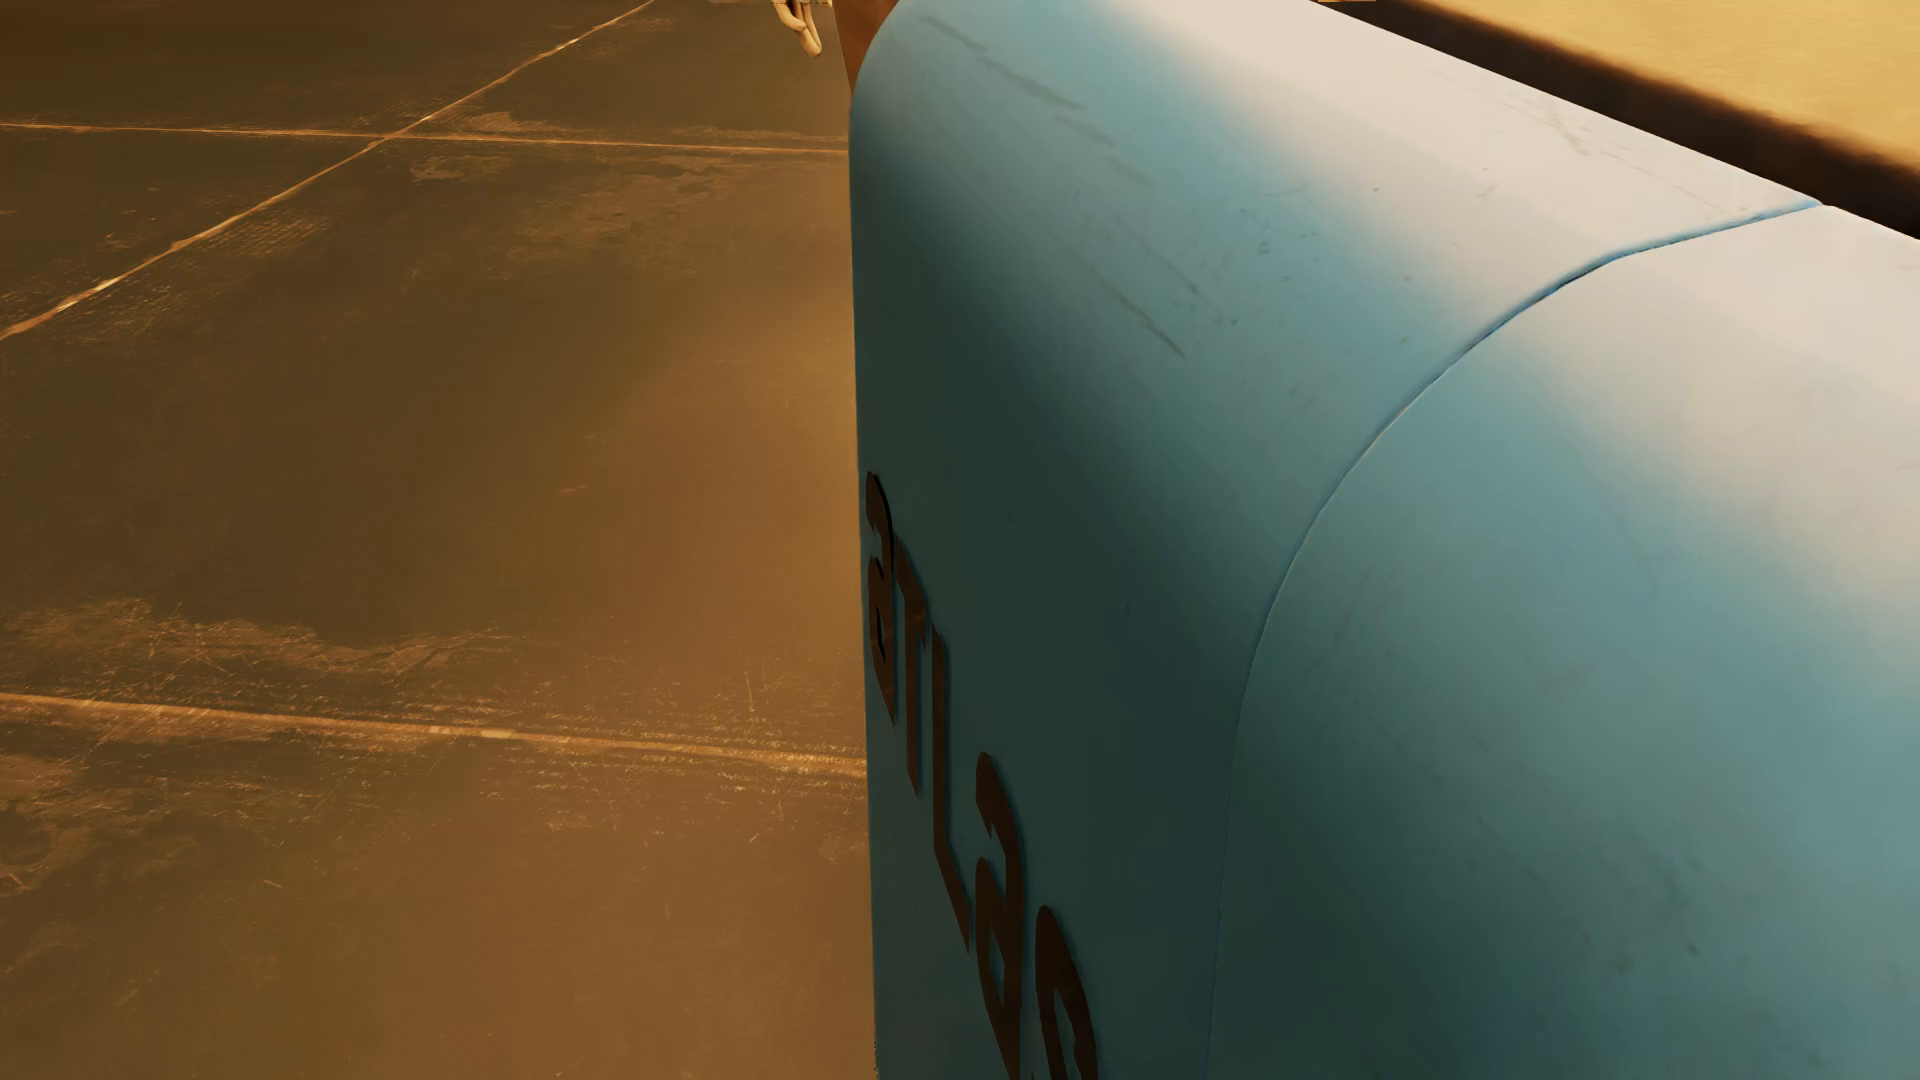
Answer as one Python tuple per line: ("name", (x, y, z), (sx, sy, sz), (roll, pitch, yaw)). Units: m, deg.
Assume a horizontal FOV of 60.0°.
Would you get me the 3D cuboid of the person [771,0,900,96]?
("person", (0.015, -0.794, 2.177), (0.588, 1.696, 0.533), (3, 27, 7))
